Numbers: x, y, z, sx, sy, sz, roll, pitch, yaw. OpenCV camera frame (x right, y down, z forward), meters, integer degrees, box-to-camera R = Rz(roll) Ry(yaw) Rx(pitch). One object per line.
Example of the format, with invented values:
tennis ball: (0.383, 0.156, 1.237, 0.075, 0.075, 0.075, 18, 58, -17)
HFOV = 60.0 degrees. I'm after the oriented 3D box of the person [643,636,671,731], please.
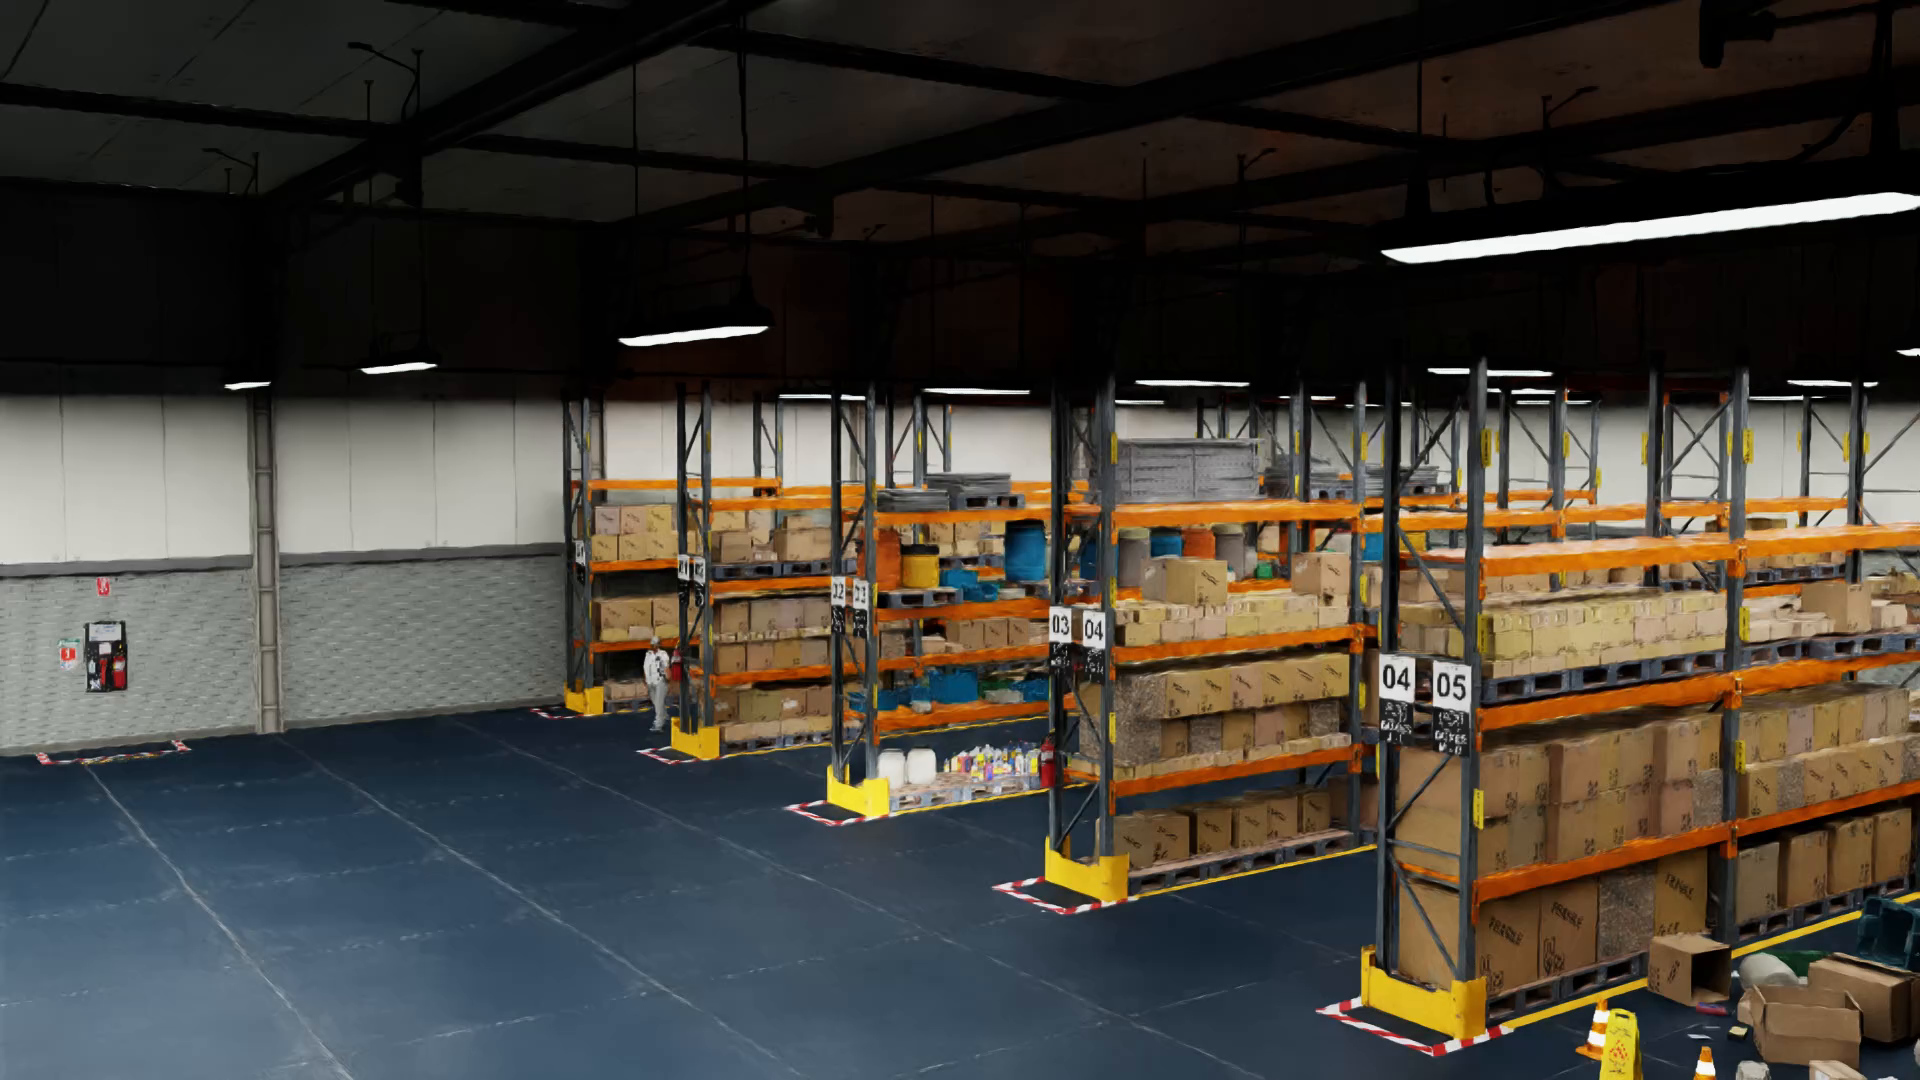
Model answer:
person: (-5.295, 2.483, 29.046, 0.587, 1.626, 0.913, 2, 4, 28)
